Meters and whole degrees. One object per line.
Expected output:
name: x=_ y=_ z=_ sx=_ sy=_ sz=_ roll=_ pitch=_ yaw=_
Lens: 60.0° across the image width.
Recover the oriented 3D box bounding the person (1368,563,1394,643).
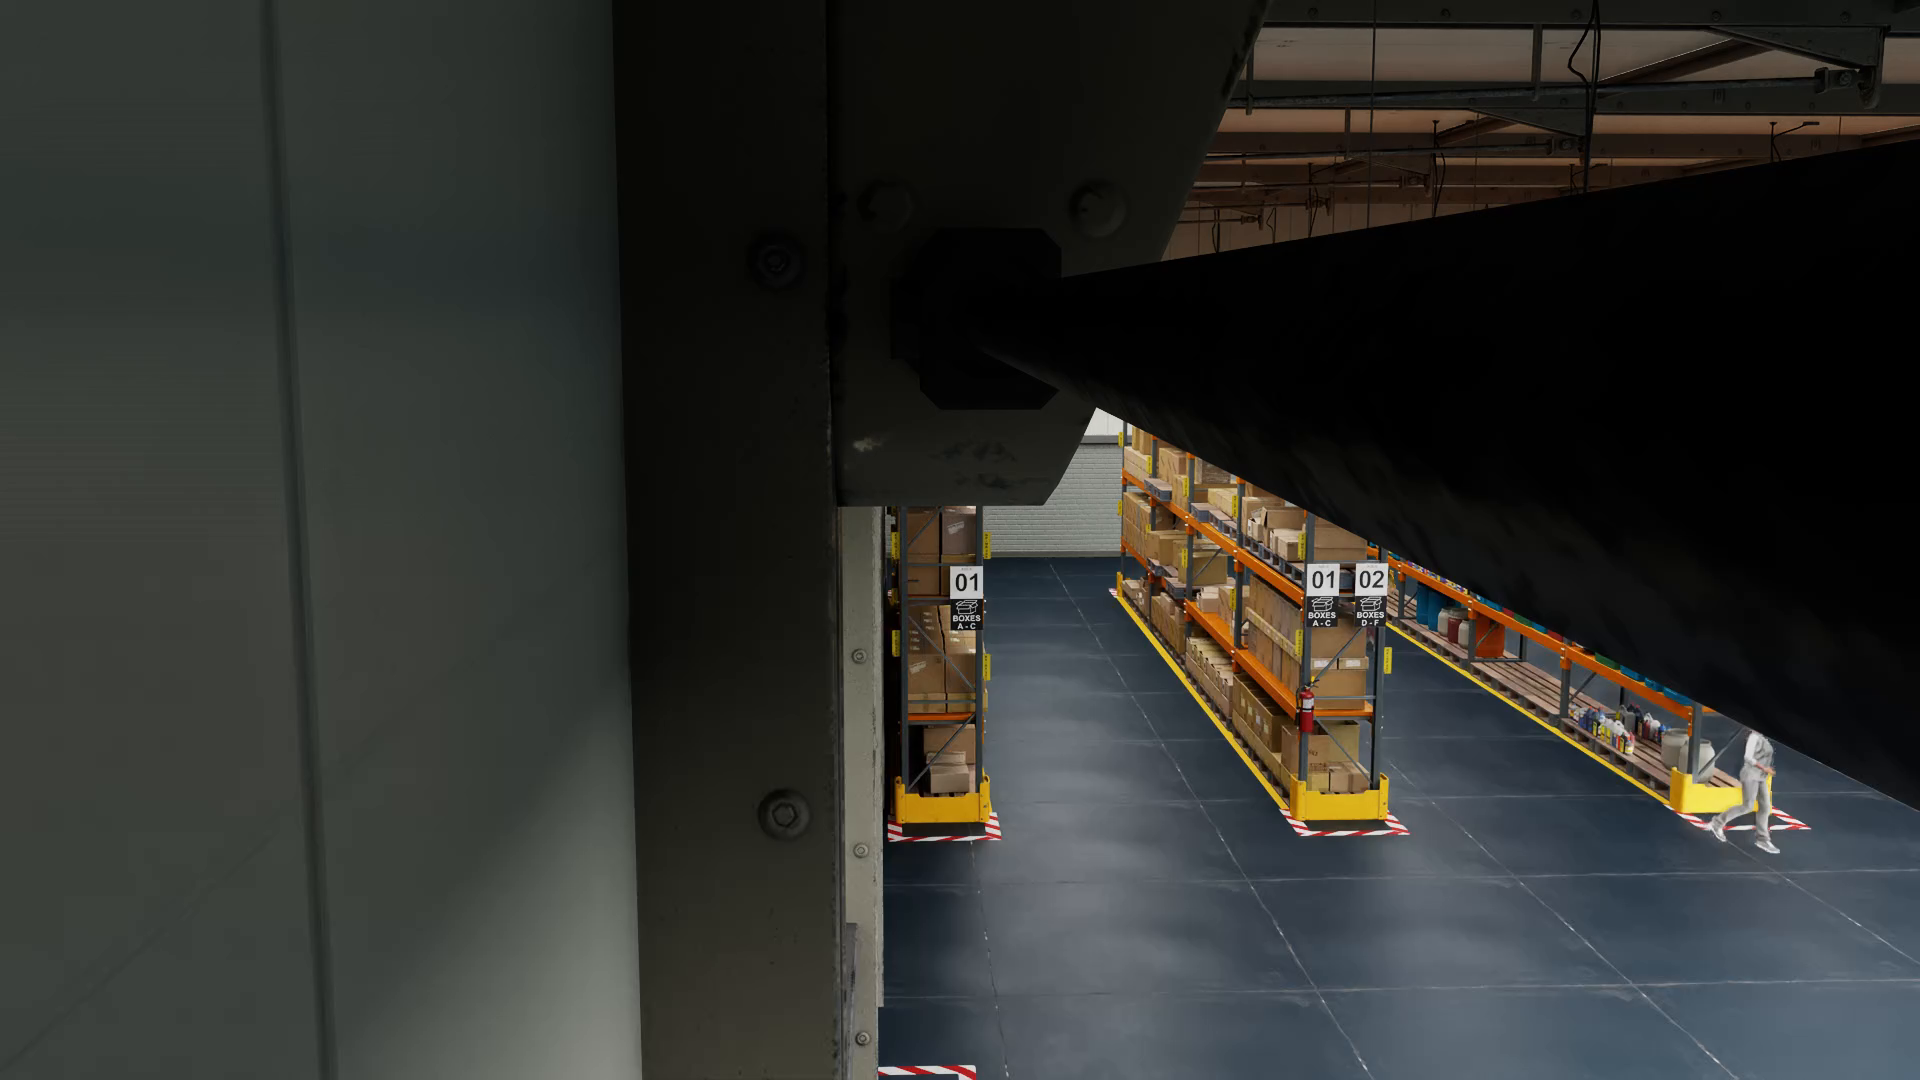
person: x=7.681 y=1.194 z=30.561 sx=0.576 sy=1.652 sz=0.871 roll=-1 pitch=8 yaw=-5

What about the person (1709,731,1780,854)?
person: x=9.317 y=2.814 z=19.576 sx=0.772 sy=1.599 sz=0.595 roll=6 pitch=10 yaw=37
